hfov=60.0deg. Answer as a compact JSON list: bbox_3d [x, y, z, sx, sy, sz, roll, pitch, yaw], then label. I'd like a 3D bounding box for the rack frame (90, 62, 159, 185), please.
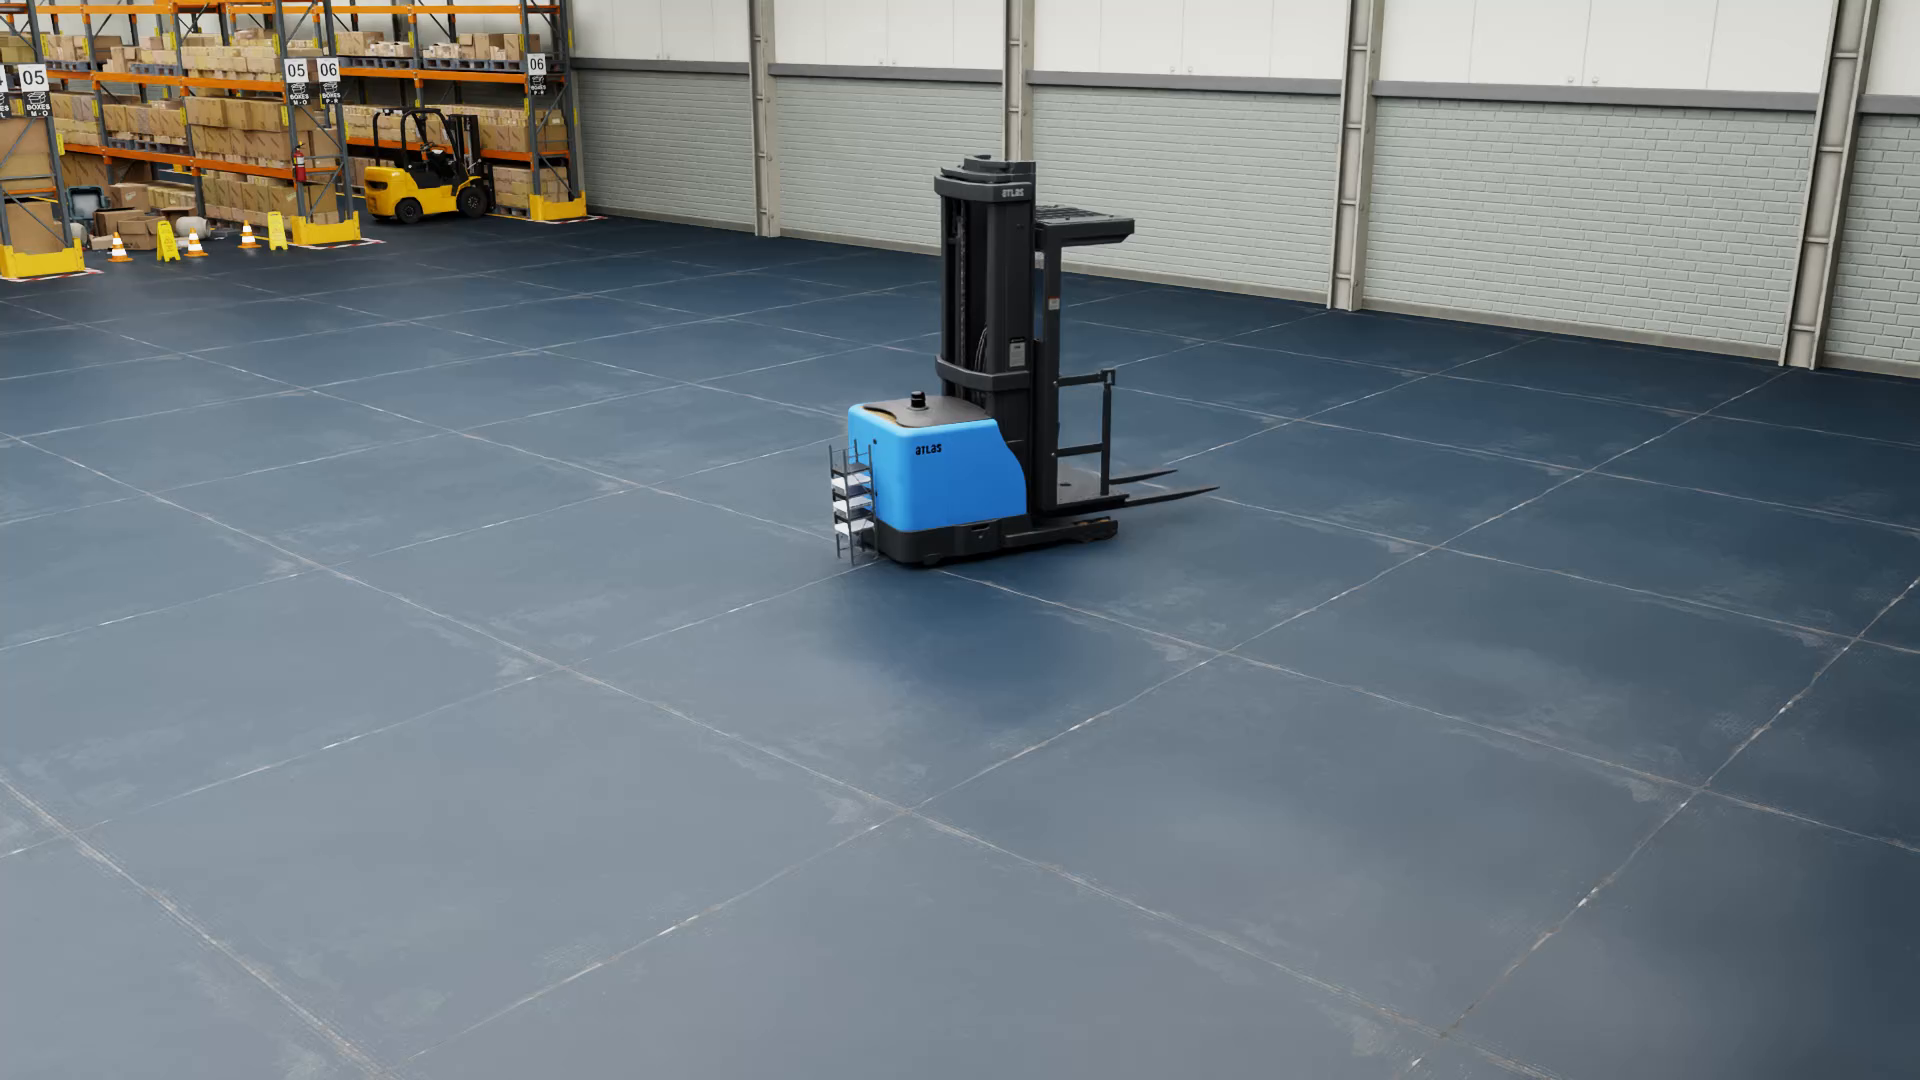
[{"bbox_3d":[-17.409,-8.442,34.754,0.127,3.000,1.000,15,23,39],"label":"rack frame"}]

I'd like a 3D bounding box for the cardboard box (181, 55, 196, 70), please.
[{"bbox_3d":[-14.270,-8.989,31.274,0.500,0.250,0.500,14,23,38],"label":"cardboard box"}]

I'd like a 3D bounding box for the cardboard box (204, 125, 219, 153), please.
[{"bbox_3d":[-13.882,-7.582,31.385,0.500,0.500,0.500,15,23,39],"label":"cardboard box"}]

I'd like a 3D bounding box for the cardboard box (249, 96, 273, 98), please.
[{"bbox_3d":[-16.895,-10.469,40.282,0.500,0.500,0.700,16,23,41],"label":"cardboard box"}]

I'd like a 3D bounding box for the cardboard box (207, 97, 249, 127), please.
[{"bbox_3d":[-13.507,-7.953,30.904,0.500,0.500,0.700,14,23,38],"label":"cardboard box"}]

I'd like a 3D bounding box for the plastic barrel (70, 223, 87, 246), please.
[{"bbox_3d":[-15.761,-5.390,29.396,0.512,0.421,0.421,-3,18,-8],"label":"plastic barrel"}]

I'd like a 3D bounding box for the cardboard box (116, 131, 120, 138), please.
[{"bbox_3d":[-17.100,-8.351,34.188,0.250,0.149,0.380,13,22,36],"label":"cardboard box"}]

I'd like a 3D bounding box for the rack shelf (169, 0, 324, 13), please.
[{"bbox_3d":[-12.921,-9.753,30.160,4.000,0.370,1.077,15,23,39],"label":"rack shelf"}]

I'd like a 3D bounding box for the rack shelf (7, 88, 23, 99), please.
[{"bbox_3d":[-16.131,-7.184,27.021,4.000,0.370,1.077,15,23,39],"label":"rack shelf"}]

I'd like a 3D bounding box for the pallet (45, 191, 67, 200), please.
[{"bbox_3d":[-19.774,-7.778,37.272,1.213,0.211,1.003,15,23,39],"label":"pallet"}]

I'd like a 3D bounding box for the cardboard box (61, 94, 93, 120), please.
[{"bbox_3d":[-18.726,-9.213,35.366,0.500,0.500,0.500,15,23,39],"label":"cardboard box"}]

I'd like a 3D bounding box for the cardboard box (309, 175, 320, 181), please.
[{"bbox_3d":[-14.943,-8.714,39.048,0.500,0.500,0.500,15,23,38],"label":"cardboard box"}]

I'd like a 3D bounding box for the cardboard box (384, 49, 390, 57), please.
[{"bbox_3d":[-12.149,-10.473,35.749,0.250,0.149,0.380,15,23,39],"label":"cardboard box"}]

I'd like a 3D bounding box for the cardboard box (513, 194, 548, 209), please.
[{"bbox_3d":[-8.695,-6.872,33.658,0.500,0.250,0.500,15,23,40],"label":"cardboard box"}]

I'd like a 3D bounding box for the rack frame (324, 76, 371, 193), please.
[{"bbox_3d":[-14.117,-9.566,38.295,0.127,3.000,1.000,15,23,39],"label":"rack frame"}]

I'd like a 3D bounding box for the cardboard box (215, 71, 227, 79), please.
[{"bbox_3d":[-13.441,-8.552,30.558,0.250,0.149,0.380,14,23,38],"label":"cardboard box"}]

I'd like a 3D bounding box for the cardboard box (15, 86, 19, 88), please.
[{"bbox_3d":[-20.842,-10.069,36.988,0.250,0.149,0.380,14,23,38],"label":"cardboard box"}]

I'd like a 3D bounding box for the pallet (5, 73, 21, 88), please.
[{"bbox_3d":[-15.197,-7.230,26.122,1.213,0.211,1.003,15,23,39],"label":"pallet"}]

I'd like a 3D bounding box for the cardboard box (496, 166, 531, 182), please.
[{"bbox_3d":[-9.071,-7.449,33.823,0.500,0.250,0.500,16,23,40],"label":"cardboard box"}]

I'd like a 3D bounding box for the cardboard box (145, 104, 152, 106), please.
[{"bbox_3d":[-16.491,-8.702,34.222,0.500,0.500,0.500,15,23,38],"label":"cardboard box"}]

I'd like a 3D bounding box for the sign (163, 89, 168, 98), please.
[{"bbox_3d":[-20.461,-11.462,42.839,0.005,0.325,0.100,15,23,39],"label":"sign"}]

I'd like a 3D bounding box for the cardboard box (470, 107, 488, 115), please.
[{"bbox_3d":[-9.869,-8.844,34.290,0.250,0.149,0.380,15,23,39],"label":"cardboard box"}]

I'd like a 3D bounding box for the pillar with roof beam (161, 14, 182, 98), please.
[{"bbox_3d":[-24.376,-13.803,41.728,0.400,9.000,9.100,15,23,39],"label":"pillar with roof beam"}]

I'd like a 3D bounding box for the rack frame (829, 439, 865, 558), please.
[{"bbox_3d":[-0.855,-0.311,12.577,0.240,0.900,0.006,-16,23,-31],"label":"rack frame"}]

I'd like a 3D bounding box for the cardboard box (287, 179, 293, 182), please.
[{"bbox_3d":[-12.627,-6.519,31.305,0.500,0.500,0.500,16,23,40],"label":"cardboard box"}]

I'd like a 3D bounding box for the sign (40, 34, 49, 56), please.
[{"bbox_3d":[-14.263,-7.704,25.894,0.005,0.325,0.100,15,23,39],"label":"sign"}]

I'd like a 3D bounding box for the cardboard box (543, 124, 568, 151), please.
[{"bbox_3d":[-8.320,-8.170,33.730,0.500,0.500,0.500,16,24,41],"label":"cardboard box"}]

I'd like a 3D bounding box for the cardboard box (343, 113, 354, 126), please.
[{"bbox_3d":[-13.574,-9.488,37.470,0.500,0.250,0.500,16,24,41],"label":"cardboard box"}]

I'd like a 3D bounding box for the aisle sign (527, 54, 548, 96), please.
[{"bbox_3d":[-8.279,-9.119,32.590,0.004,0.787,0.394,15,23,39],"label":"aisle sign"}]

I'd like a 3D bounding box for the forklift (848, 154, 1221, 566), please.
[{"bbox_3d":[0.669,-1.502,12.999,3.031,2.935,1.130,-9,20,-26],"label":"forklift"}]

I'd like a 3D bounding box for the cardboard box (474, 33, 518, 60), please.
[{"bbox_3d":[-9.326,-9.947,33.512,0.500,0.500,0.700,15,23,40],"label":"cardboard box"}]

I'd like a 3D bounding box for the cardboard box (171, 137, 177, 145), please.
[{"bbox_3d":[-15.171,-7.817,32.506,0.250,0.149,0.380,14,22,38],"label":"cardboard box"}]

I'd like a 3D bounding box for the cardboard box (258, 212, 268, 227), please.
[{"bbox_3d":[-12.591,-5.933,30.698,0.500,0.250,0.500,15,23,39],"label":"cardboard box"}]

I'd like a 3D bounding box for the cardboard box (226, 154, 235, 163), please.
[{"bbox_3d":[-13.444,-7.125,31.018,0.250,0.149,0.380,15,23,40],"label":"cardboard box"}]

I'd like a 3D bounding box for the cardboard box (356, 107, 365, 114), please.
[{"bbox_3d":[-13.253,-9.600,37.164,0.250,0.149,0.380,15,23,40],"label":"cardboard box"}]

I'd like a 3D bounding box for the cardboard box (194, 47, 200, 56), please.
[{"bbox_3d":[-13.993,-9.091,30.938,0.250,0.149,0.380,14,22,38],"label":"cardboard box"}]

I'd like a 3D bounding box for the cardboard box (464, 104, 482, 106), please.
[{"bbox_3d":[-10.319,-9.156,35.273,0.250,0.149,0.380,15,23,39],"label":"cardboard box"}]

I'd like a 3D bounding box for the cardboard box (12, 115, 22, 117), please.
[{"bbox_3d":[-15.360,-6.455,26.459,0.550,0.550,0.875,15,23,39],"label":"cardboard box"}]

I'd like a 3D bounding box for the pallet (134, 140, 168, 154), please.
[{"bbox_3d":[-15.901,-7.963,33.560,1.213,0.211,1.003,15,23,39],"label":"pallet"}]

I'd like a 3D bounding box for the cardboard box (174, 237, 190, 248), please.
[{"bbox_3d":[-13.746,-5.283,29.513,0.380,0.149,0.250,-6,18,-18],"label":"cardboard box"}]

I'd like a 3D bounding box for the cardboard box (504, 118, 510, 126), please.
[{"bbox_3d":[-8.943,-8.433,33.489,0.250,0.149,0.380,16,23,40],"label":"cardboard box"}]

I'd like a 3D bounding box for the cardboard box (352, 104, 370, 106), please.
[{"bbox_3d":[-13.739,-9.903,38.120,0.250,0.149,0.380,16,24,41],"label":"cardboard box"}]

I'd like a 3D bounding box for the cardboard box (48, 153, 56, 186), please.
[{"bbox_3d":[-19.884,-8.326,37.208,0.875,0.875,0.875,16,24,41],"label":"cardboard box"}]

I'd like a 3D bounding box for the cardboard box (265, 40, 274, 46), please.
[{"bbox_3d":[-15.986,-11.614,38.852,0.250,0.149,0.380,15,23,40],"label":"cardboard box"}]

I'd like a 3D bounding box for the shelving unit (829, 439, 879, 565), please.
[{"bbox_3d":[-0.797,-0.285,12.497,0.258,0.900,0.210,-16,23,-31],"label":"shelving unit"}]

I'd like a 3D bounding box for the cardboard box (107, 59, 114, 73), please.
[{"bbox_3d":[-17.095,-9.655,33.839,0.258,0.266,0.396,15,23,39],"label":"cardboard box"}]

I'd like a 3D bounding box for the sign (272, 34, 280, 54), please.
[{"bbox_3d":[-11.809,-8.566,28.722,0.005,0.325,0.100,15,23,39],"label":"sign"}]

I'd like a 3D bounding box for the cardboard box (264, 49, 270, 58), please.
[{"bbox_3d":[-12.042,-8.588,29.351,0.250,0.149,0.380,16,23,40],"label":"cardboard box"}]

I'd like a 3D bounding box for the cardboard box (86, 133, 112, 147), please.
[{"bbox_3d":[-17.960,-8.414,34.912,0.500,0.250,0.500,14,22,37],"label":"cardboard box"}]
